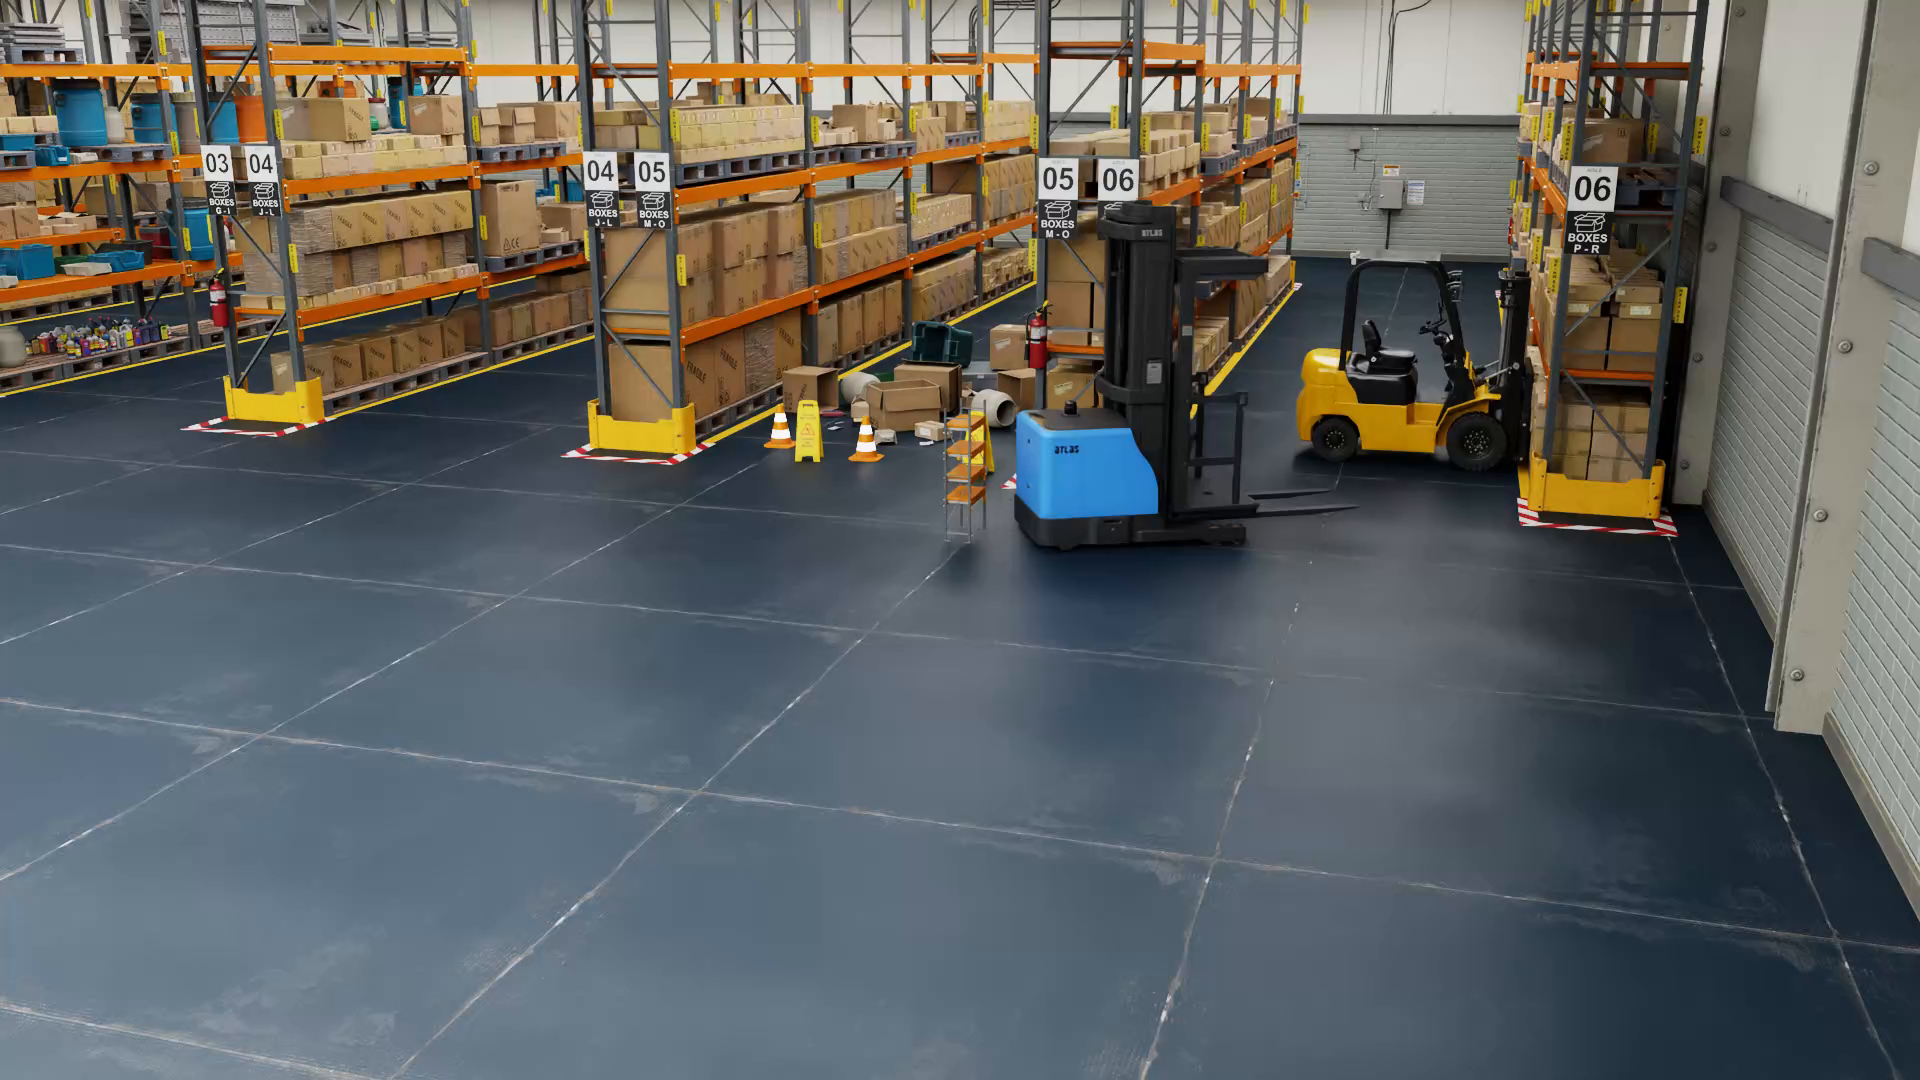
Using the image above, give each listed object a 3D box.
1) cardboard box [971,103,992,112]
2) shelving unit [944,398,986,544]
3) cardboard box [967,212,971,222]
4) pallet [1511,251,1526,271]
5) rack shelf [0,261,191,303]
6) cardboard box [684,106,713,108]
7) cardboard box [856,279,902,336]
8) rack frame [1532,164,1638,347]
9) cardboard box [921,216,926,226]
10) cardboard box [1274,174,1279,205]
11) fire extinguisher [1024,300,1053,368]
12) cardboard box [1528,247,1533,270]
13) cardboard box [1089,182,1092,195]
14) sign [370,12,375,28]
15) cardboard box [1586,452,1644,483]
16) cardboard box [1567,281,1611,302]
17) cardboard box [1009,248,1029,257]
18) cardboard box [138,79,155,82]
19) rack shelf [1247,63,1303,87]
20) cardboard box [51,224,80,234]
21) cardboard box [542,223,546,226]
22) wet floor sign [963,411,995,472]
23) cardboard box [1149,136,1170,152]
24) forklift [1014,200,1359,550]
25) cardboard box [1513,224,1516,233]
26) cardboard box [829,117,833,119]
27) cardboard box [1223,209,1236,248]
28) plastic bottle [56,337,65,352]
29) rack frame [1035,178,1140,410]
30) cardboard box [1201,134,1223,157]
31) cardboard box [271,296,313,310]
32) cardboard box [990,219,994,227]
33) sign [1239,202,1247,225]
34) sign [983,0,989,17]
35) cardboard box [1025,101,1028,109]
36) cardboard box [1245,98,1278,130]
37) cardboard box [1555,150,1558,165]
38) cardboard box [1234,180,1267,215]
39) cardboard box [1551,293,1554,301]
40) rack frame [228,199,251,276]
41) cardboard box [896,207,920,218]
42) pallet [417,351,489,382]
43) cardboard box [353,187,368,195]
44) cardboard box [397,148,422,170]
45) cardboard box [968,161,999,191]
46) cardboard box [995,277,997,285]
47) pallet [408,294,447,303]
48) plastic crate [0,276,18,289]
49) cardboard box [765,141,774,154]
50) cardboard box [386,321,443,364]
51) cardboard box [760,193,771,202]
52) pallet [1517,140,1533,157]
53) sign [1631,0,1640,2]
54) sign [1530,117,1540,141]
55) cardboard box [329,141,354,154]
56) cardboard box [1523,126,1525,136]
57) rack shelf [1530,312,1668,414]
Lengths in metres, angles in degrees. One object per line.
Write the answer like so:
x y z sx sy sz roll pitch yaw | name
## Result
0.343 -7.612 29.301 0.380 0.149 0.250 4 16 15 | cardboard box
0.047 -0.621 14.818 0.258 1.200 0.503 5 16 16 | shelving unit
-0.021 -5.575 28.678 0.380 0.149 0.250 4 16 15 | cardboard box
8.426 -3.916 23.489 1.213 0.211 1.003 5 16 16 | pallet
-12.415 -3.446 22.799 1.077 0.370 4.000 5 16 16 | rack shelf
-3.161 -5.074 19.770 0.380 0.149 0.250 5 16 16 | cardboard box
-1.494 -3.534 25.144 1.050 0.750 0.750 4 16 15 | cardboard box
7.163 -2.779 19.129 1.000 3.000 0.127 5 16 16 | rack frame
-0.757 -5.043 26.257 0.380 0.149 0.250 4 16 14 | cardboard box
5.194 -6.022 28.548 0.500 0.500 0.500 4 16 15 | cardboard box
0.792 -2.085 16.824 0.296 0.674 0.183 5 16 16 | fire extinguisher
7.630 -3.630 21.488 0.500 0.250 0.500 4 16 14 | cardboard box
1.139 -3.621 17.062 0.380 0.149 0.250 5 17 16 | cardboard box
-12.658 -11.203 35.834 0.100 0.325 0.005 5 16 16 | sign
6.354 -0.725 16.156 0.500 0.250 0.500 5 16 16 | cardboard box
5.926 -2.345 15.684 0.380 0.149 0.250 5 16 16 | cardboard box
1.131 -5.618 32.504 0.380 0.149 0.250 5 17 17 | cardboard box
-18.034 -9.862 36.552 0.500 0.500 0.500 5 17 18 | cardboard box
5.245 -8.126 29.040 1.077 0.370 4.000 5 16 16 | rack shelf
-15.449 -5.369 28.722 0.380 0.149 0.250 5 16 16 | cardboard box
-6.658 -4.687 25.361 0.500 0.250 0.500 4 16 14 | cardboard box
0.187 -1.017 17.231 0.267 0.644 0.232 11 19 35 | wet floor sign
2.024 -4.221 17.716 0.380 0.149 0.250 5 17 17 | cardboard box
2.068 -1.503 14.758 3.031 2.935 1.130 -3 16 -11 | forklift
9.803 -5.399 28.829 0.380 0.149 0.250 4 16 14 | cardboard box
-1.651 -6.044 24.356 0.500 0.311 0.500 5 16 16 | cardboard box
3.541 -4.326 23.085 0.500 0.500 0.500 4 16 15 | cardboard box
-12.620 -2.744 23.328 0.097 0.201 0.097 0 16 0 | plastic bottle
1.267 -2.116 16.793 1.000 3.000 0.127 5 16 16 | rack frame
2.954 -4.857 20.465 0.500 0.250 0.500 4 16 14 | cardboard box
-7.925 -2.820 19.734 0.380 0.149 0.250 5 16 16 | cardboard box
0.407 -5.759 30.095 0.380 0.149 0.250 4 16 13 | cardboard box
4.063 -4.688 23.885 0.100 0.325 0.005 5 16 16 | sign
0.436 -8.983 28.007 0.100 0.325 0.005 5 16 16 | sign
1.083 -8.294 31.706 0.380 0.149 0.250 5 17 17 | cardboard box
5.045 -7.134 27.853 0.500 0.500 0.500 5 17 17 | cardboard box
6.526 -4.056 17.643 0.380 0.149 0.250 5 17 18 | cardboard box
4.651 -5.512 26.751 0.500 0.500 0.500 5 17 17 | cardboard box
6.145 -2.474 16.684 0.380 0.149 0.250 4 16 14 | cardboard box
-14.321 -6.793 33.282 1.000 3.000 0.127 5 16 16 | rack frame
-0.844 -5.110 25.950 0.380 0.149 0.250 4 16 14 | cardboard box
-7.255 -2.411 22.943 1.003 0.211 1.213 5 16 16 | pallet
-13.195 -7.613 35.991 0.500 0.500 0.500 5 17 16 | cardboard box
-7.275 -4.893 21.360 0.500 0.250 0.500 5 16 15 | cardboard box
0.397 -6.521 29.763 0.500 0.500 0.500 4 16 14 | cardboard box
0.477 -4.796 30.696 0.380 0.149 0.250 4 16 13 | cardboard box
-10.177 -4.548 30.476 1.003 0.211 1.213 5 16 16 | pallet
-12.421 -3.351 21.630 0.298 0.136 0.250 5 16 16 | plastic crate
-2.457 -4.706 19.936 0.380 0.149 0.250 5 17 17 | cardboard box
-7.406 -2.678 22.587 0.500 0.500 0.500 11 19 33 | cardboard box
-4.004 -6.592 32.302 0.500 0.250 0.500 5 16 16 | cardboard box
8.893 -5.787 24.584 1.213 0.211 1.003 5 16 16 | pallet
8.833 -7.195 21.702 0.100 0.325 0.005 5 16 16 | sign
7.781 -5.559 22.488 0.100 0.325 0.005 5 16 16 | sign
-7.596 -4.766 20.184 0.380 0.149 0.250 5 16 16 | cardboard box
8.732 -6.198 25.195 0.380 0.149 0.250 5 17 17 | cardboard box
6.595 -1.909 17.382 1.077 0.370 4.000 5 16 16 | rack shelf
